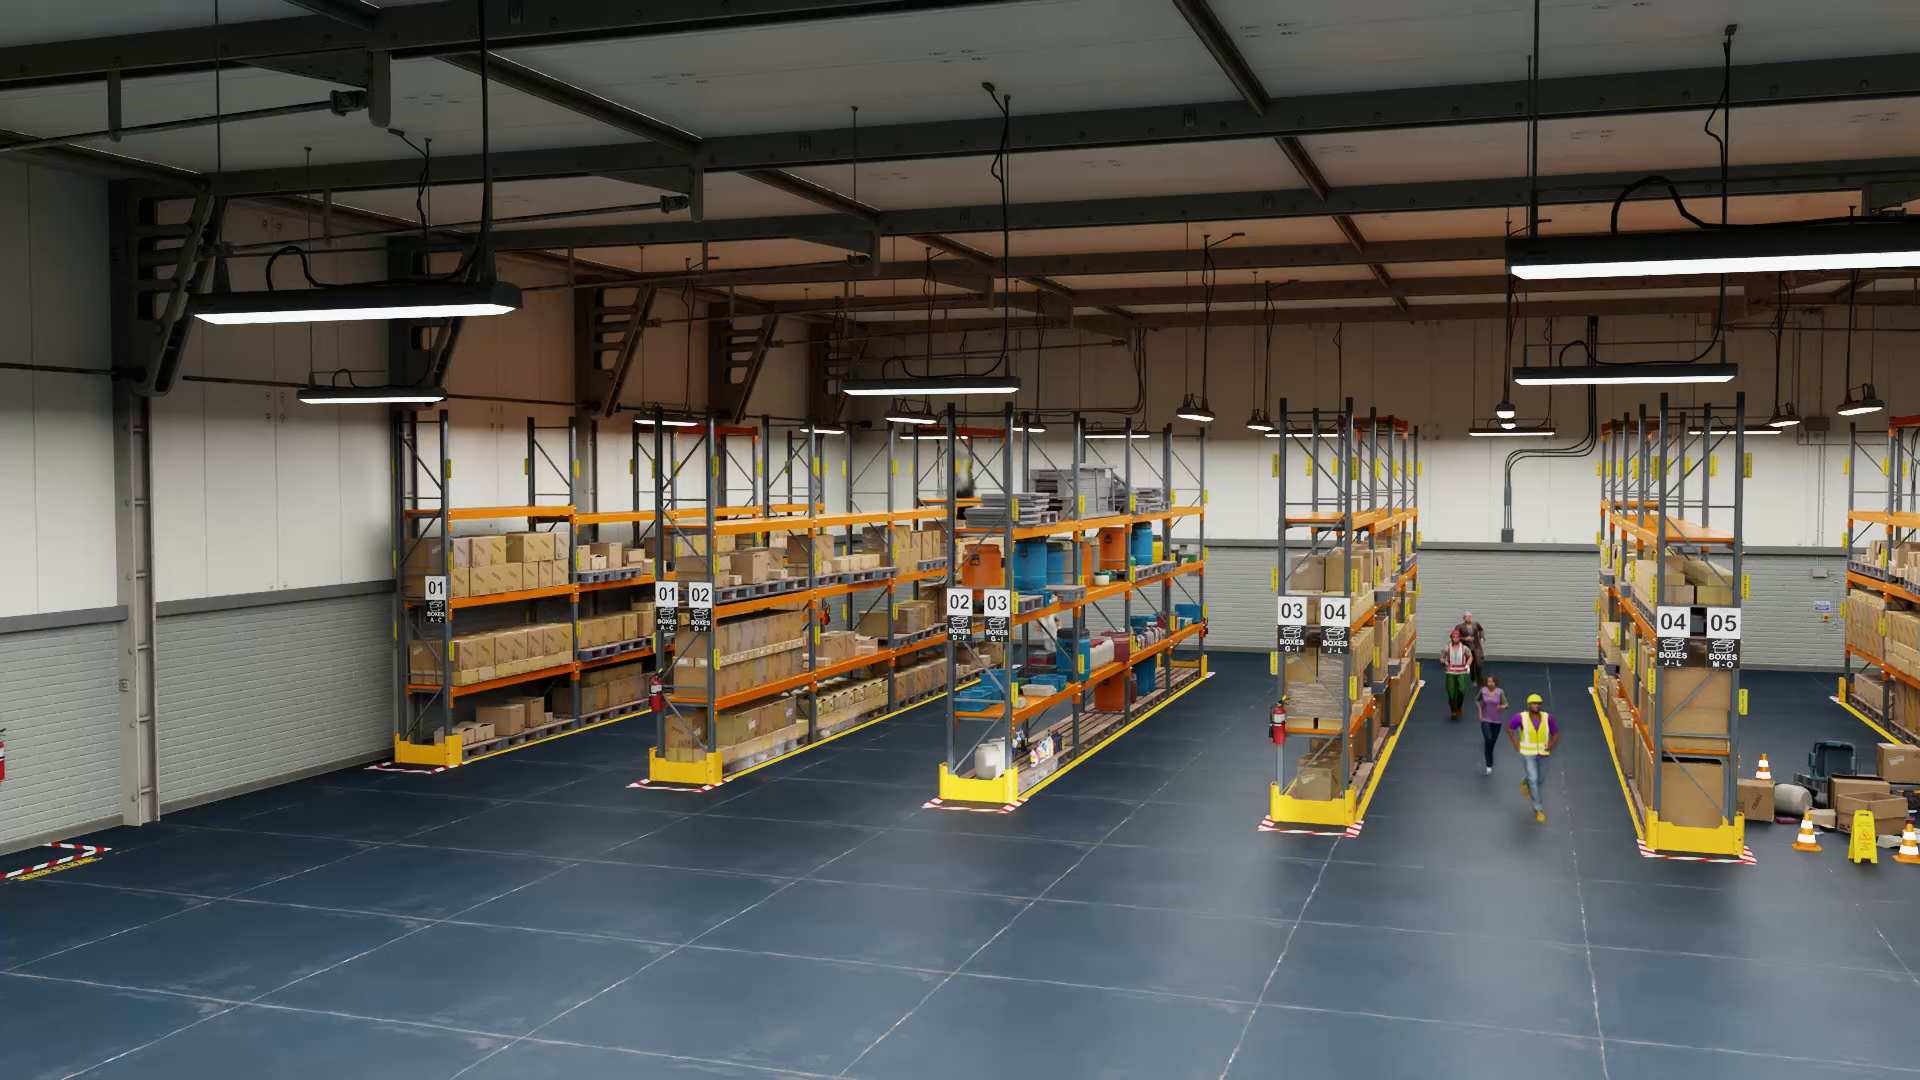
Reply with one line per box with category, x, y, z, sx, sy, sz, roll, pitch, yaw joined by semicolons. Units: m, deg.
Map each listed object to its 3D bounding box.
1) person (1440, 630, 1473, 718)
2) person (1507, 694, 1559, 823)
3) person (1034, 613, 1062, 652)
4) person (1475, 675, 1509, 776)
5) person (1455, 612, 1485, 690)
person;9.904;2.689;33.198;0.639;1.759;0.612;1;3;16
person;8.315;3.104;24.043;0.667;1.764;1.141;0;2;-3
person;2.163;2.415;40.263;0.709;1.826;0.707;0;2;7
person;8.773;3.030;27.428;0.514;1.642;0.743;0;2;9
person;11.517;2.527;37.644;0.714;1.810;0.900;0;2;8
